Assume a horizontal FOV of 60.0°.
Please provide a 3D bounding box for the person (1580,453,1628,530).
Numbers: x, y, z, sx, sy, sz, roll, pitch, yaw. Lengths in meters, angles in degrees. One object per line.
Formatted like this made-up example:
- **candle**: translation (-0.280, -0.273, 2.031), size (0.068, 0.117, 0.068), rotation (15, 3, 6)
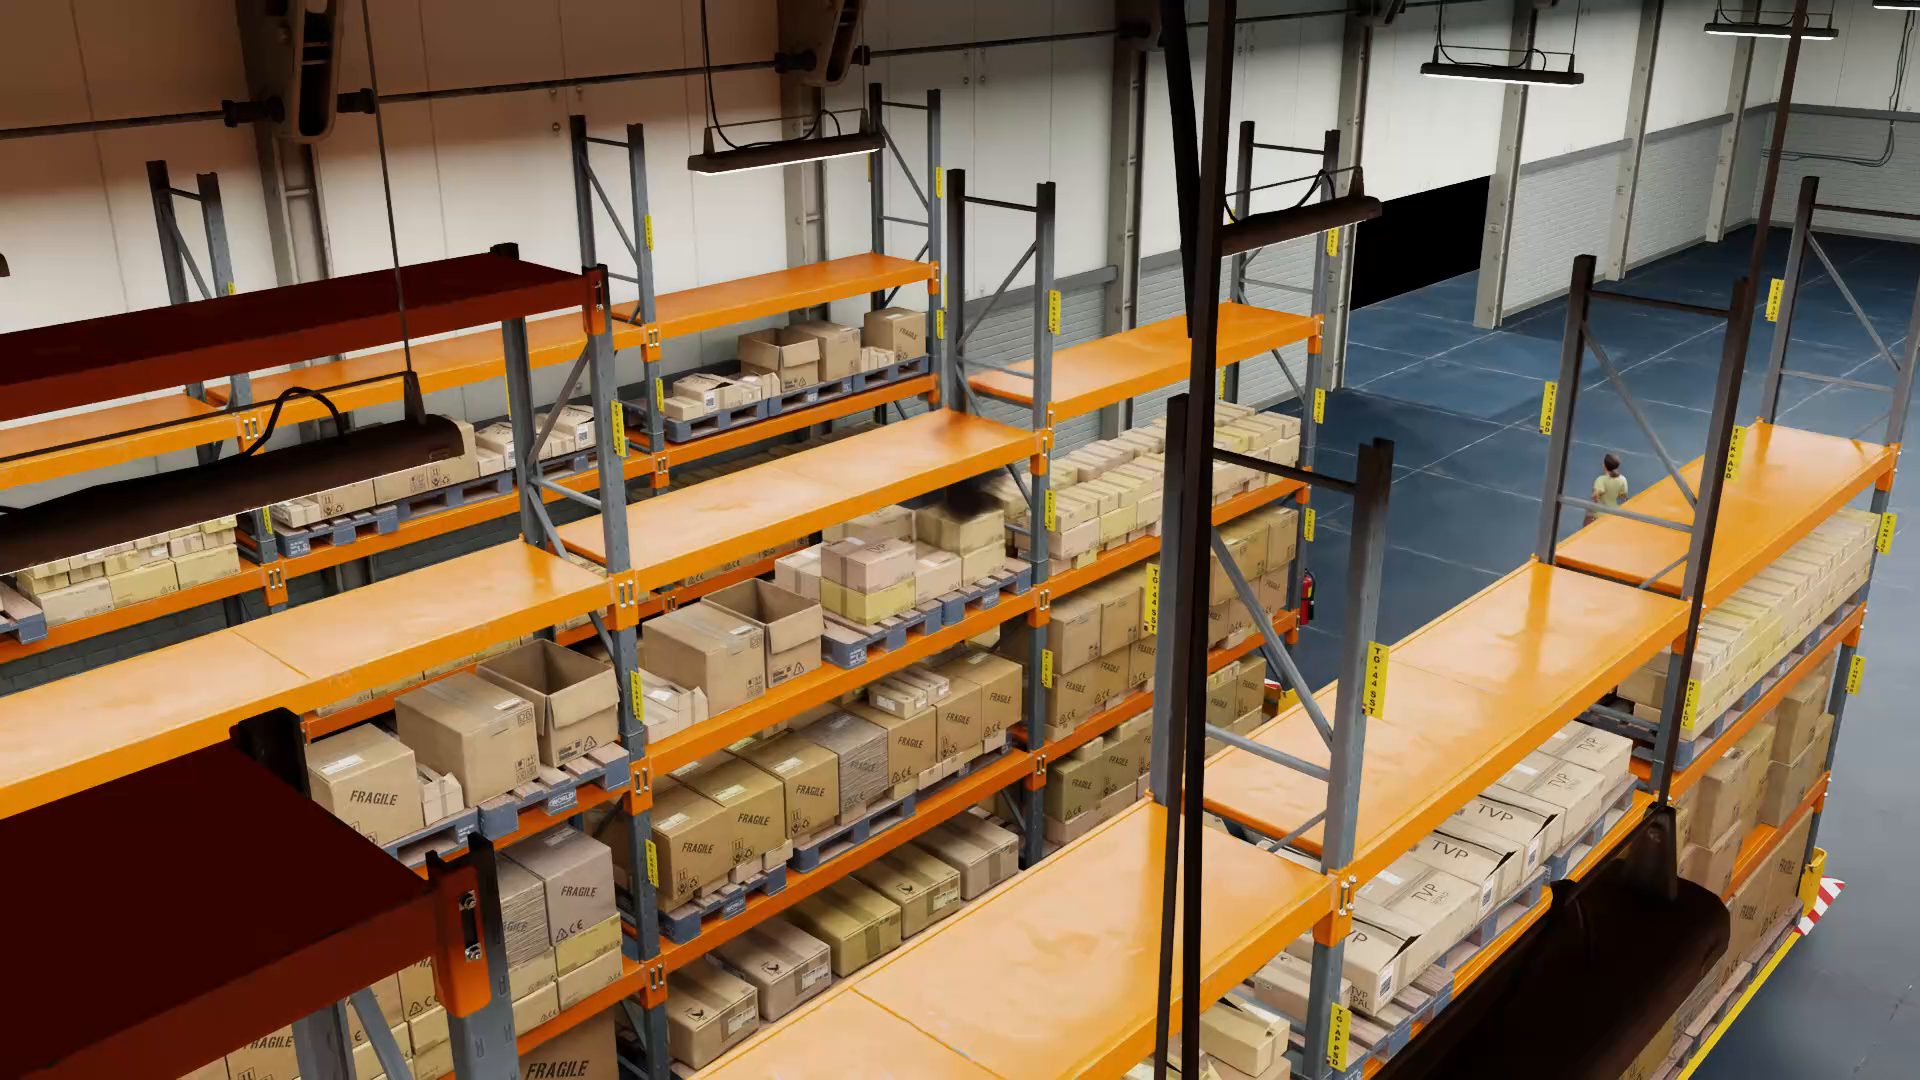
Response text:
- **person**: translation (7.843, -0.255, 20.315), size (0.570, 1.701, 0.831), rotation (-2, 21, -4)
